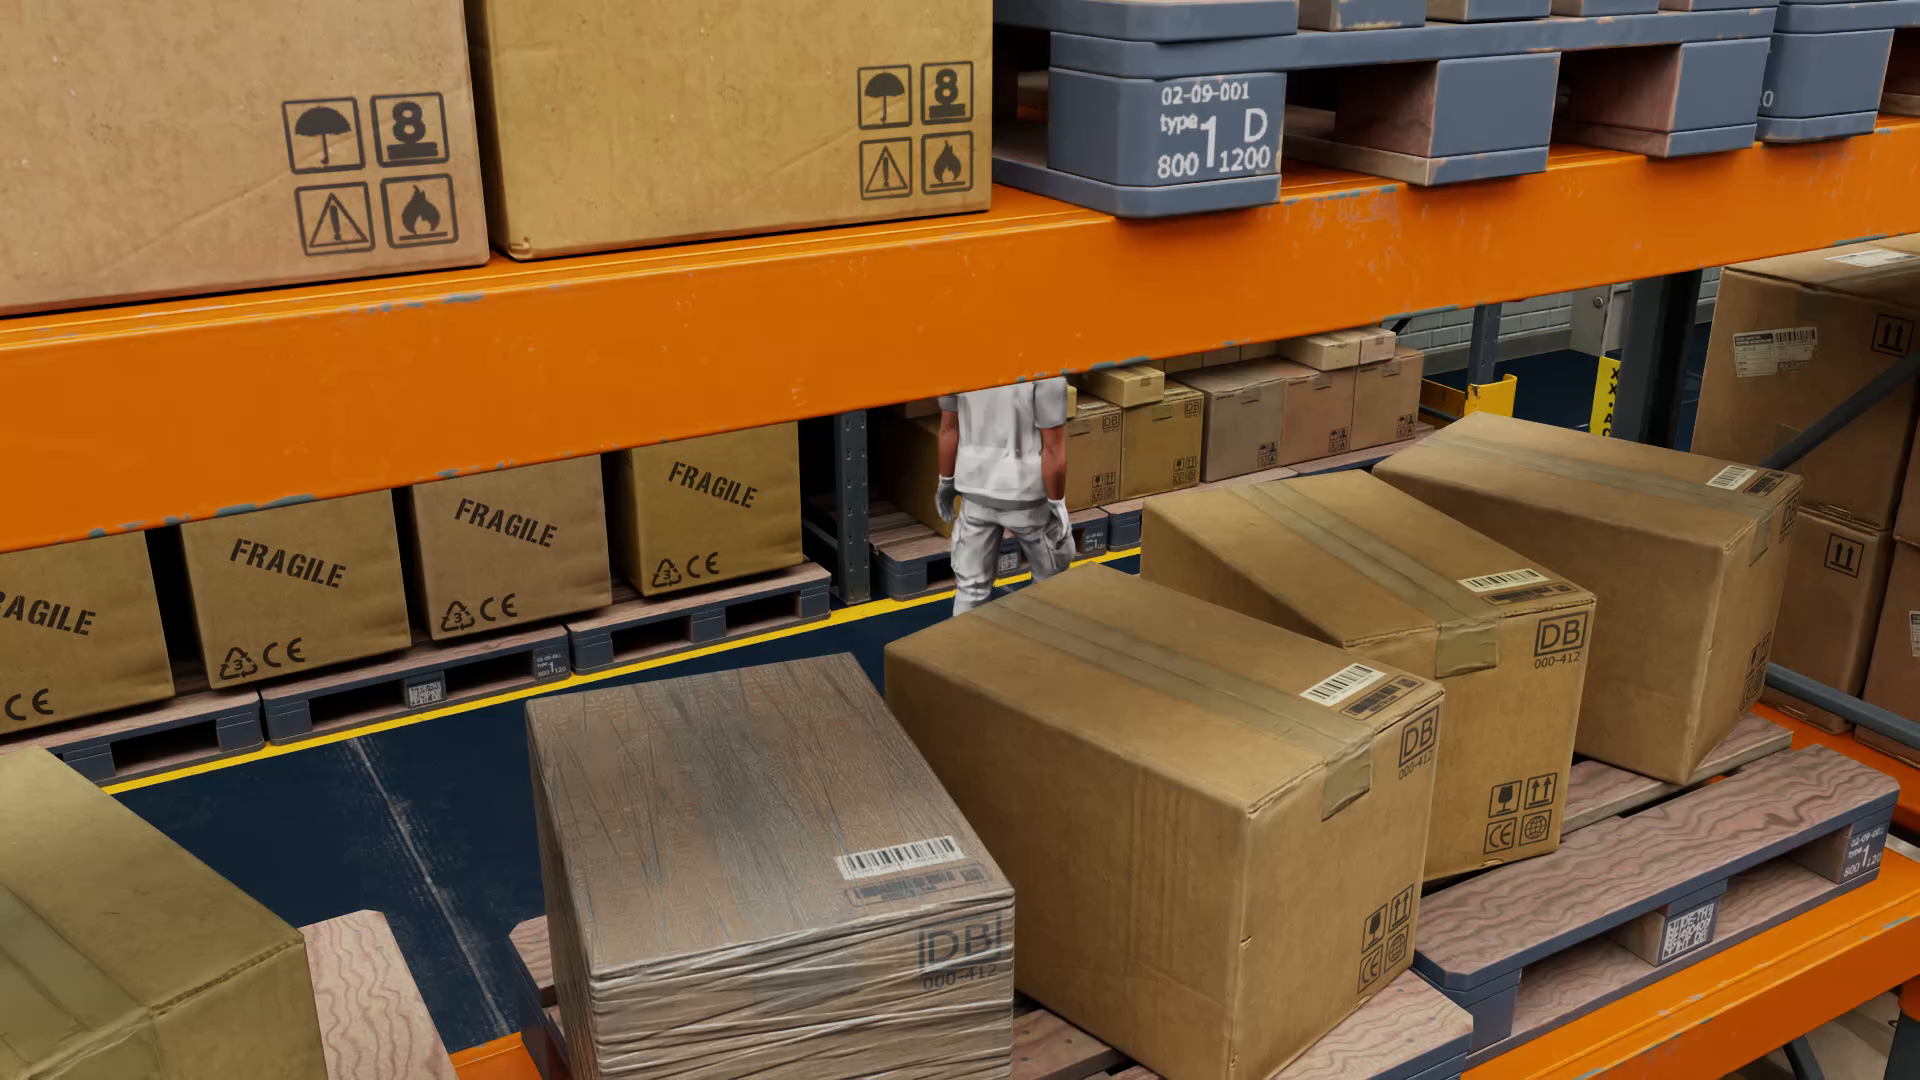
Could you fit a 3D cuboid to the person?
[{"bbox_3d":[0.214,-0.207,6.539,0.613,1.772,0.705,9,23,21],"label":"person"}]
